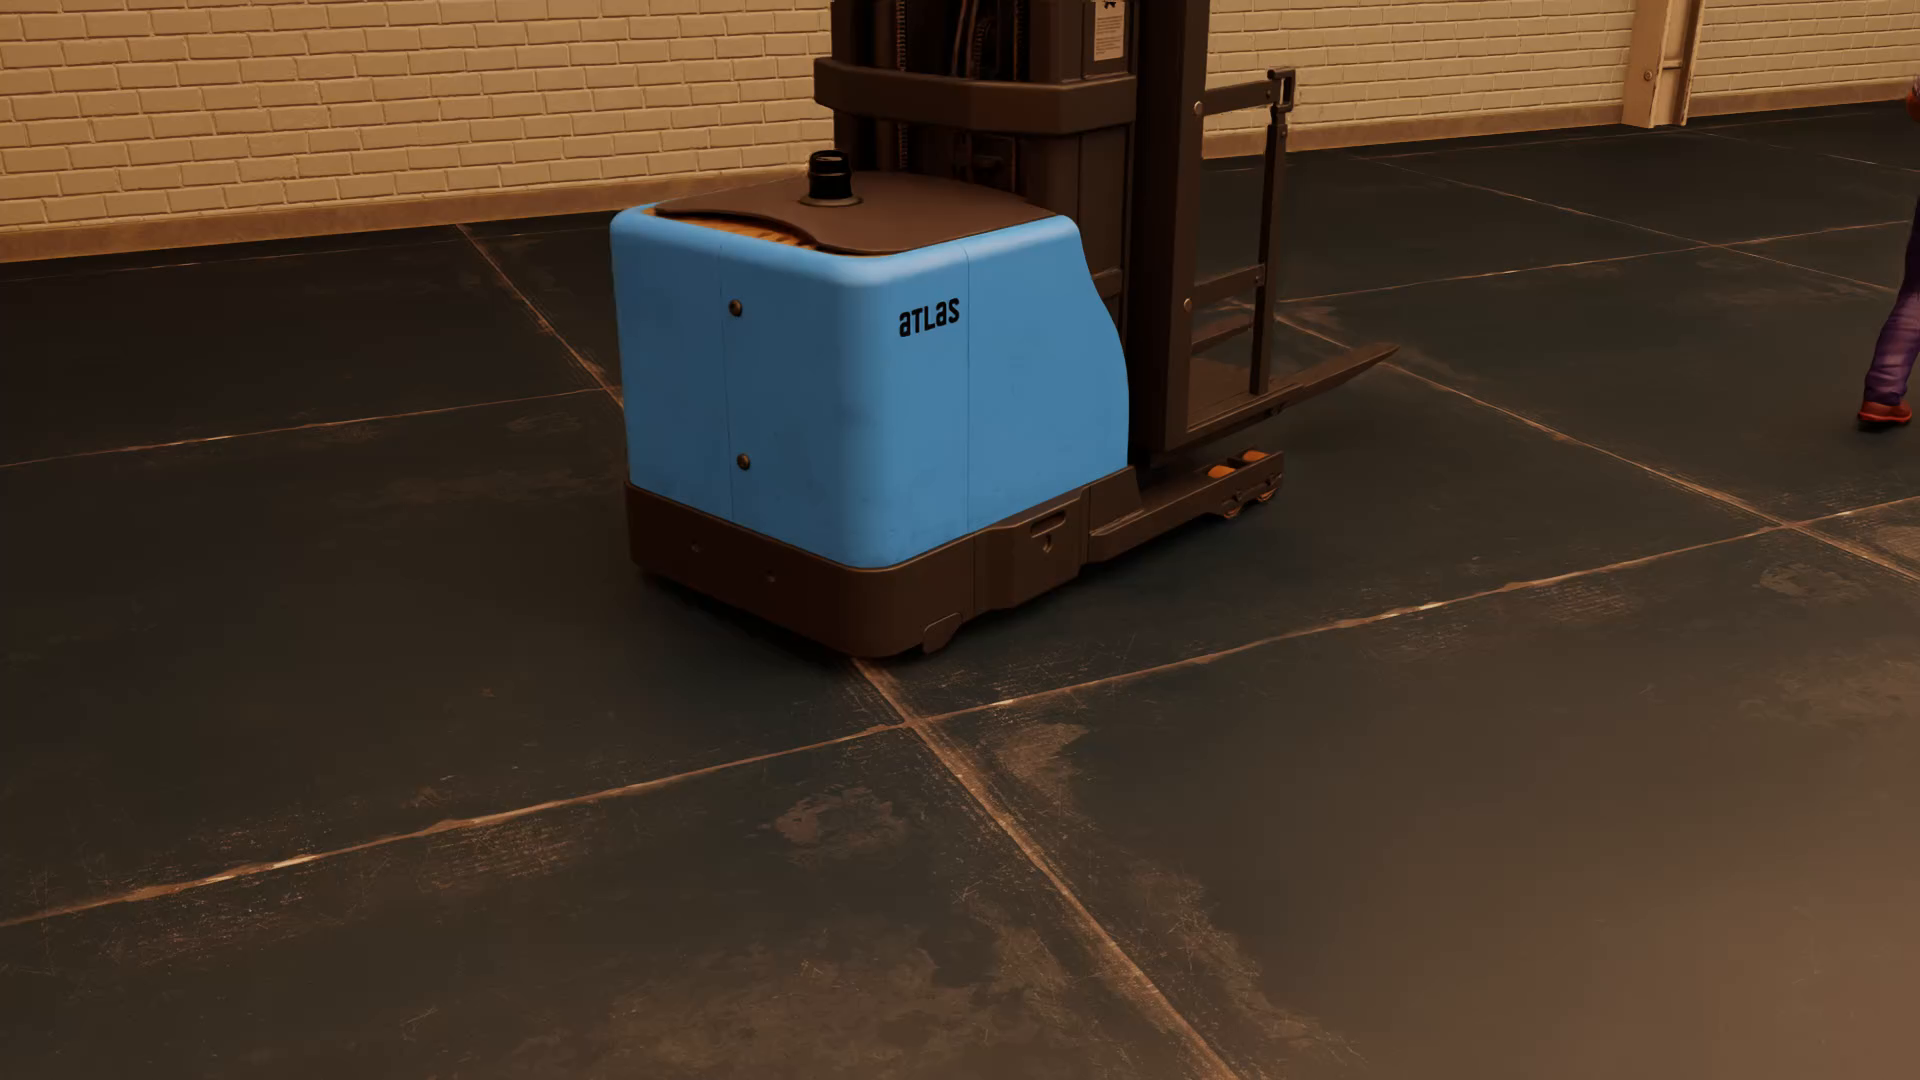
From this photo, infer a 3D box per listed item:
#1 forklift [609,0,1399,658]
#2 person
[{"bbox_3d":[0.405,-1.538,4.989,1.130,2.935,3.031,19,29,38],"label":"forklift"},{"bbox_3d":[3.656,-1.177,5.852,0.729,1.630,0.894,-16,27,-34],"label":"person"}]
